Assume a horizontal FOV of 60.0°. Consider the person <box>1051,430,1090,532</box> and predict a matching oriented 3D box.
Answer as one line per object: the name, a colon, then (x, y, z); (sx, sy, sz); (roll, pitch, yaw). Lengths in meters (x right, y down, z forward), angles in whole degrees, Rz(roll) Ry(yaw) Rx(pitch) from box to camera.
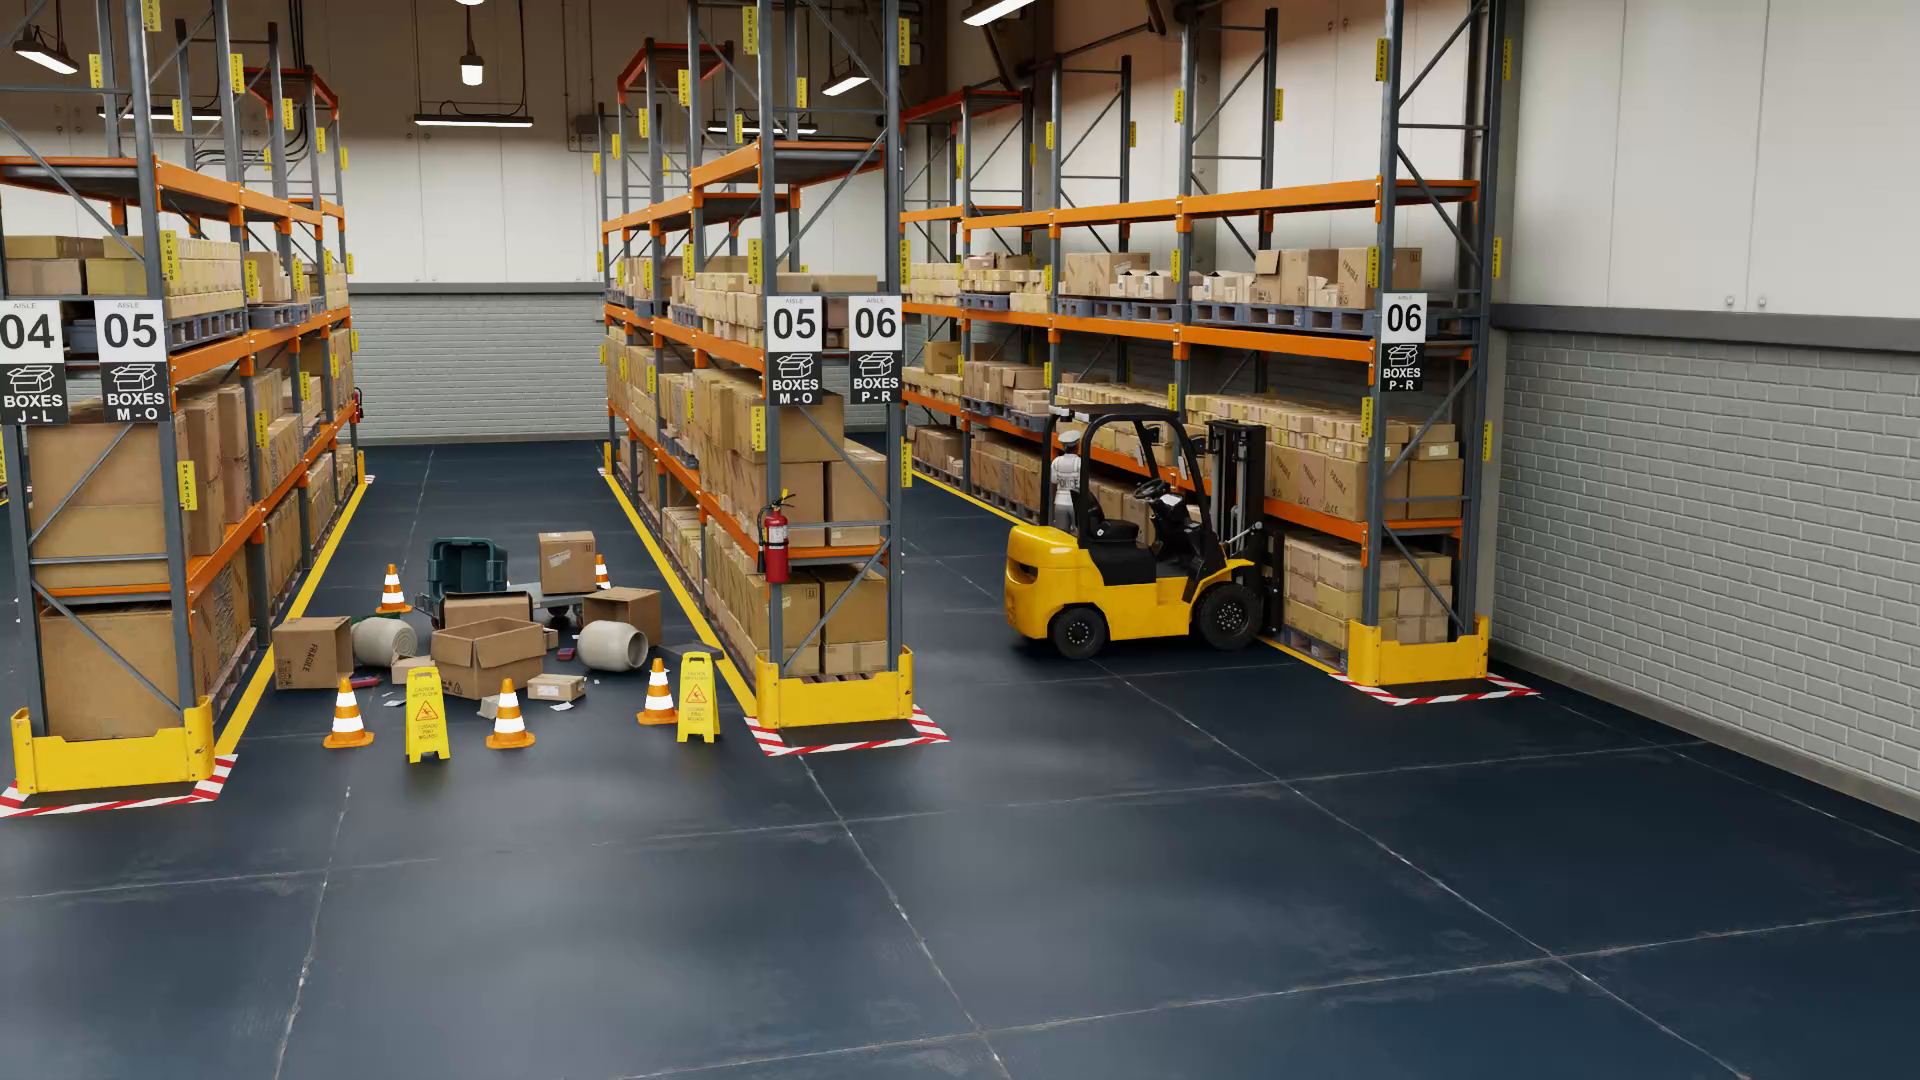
person: (1.206, -0.332, 17.804); (0.439, 1.694, 0.354); (5, 11, 27)
